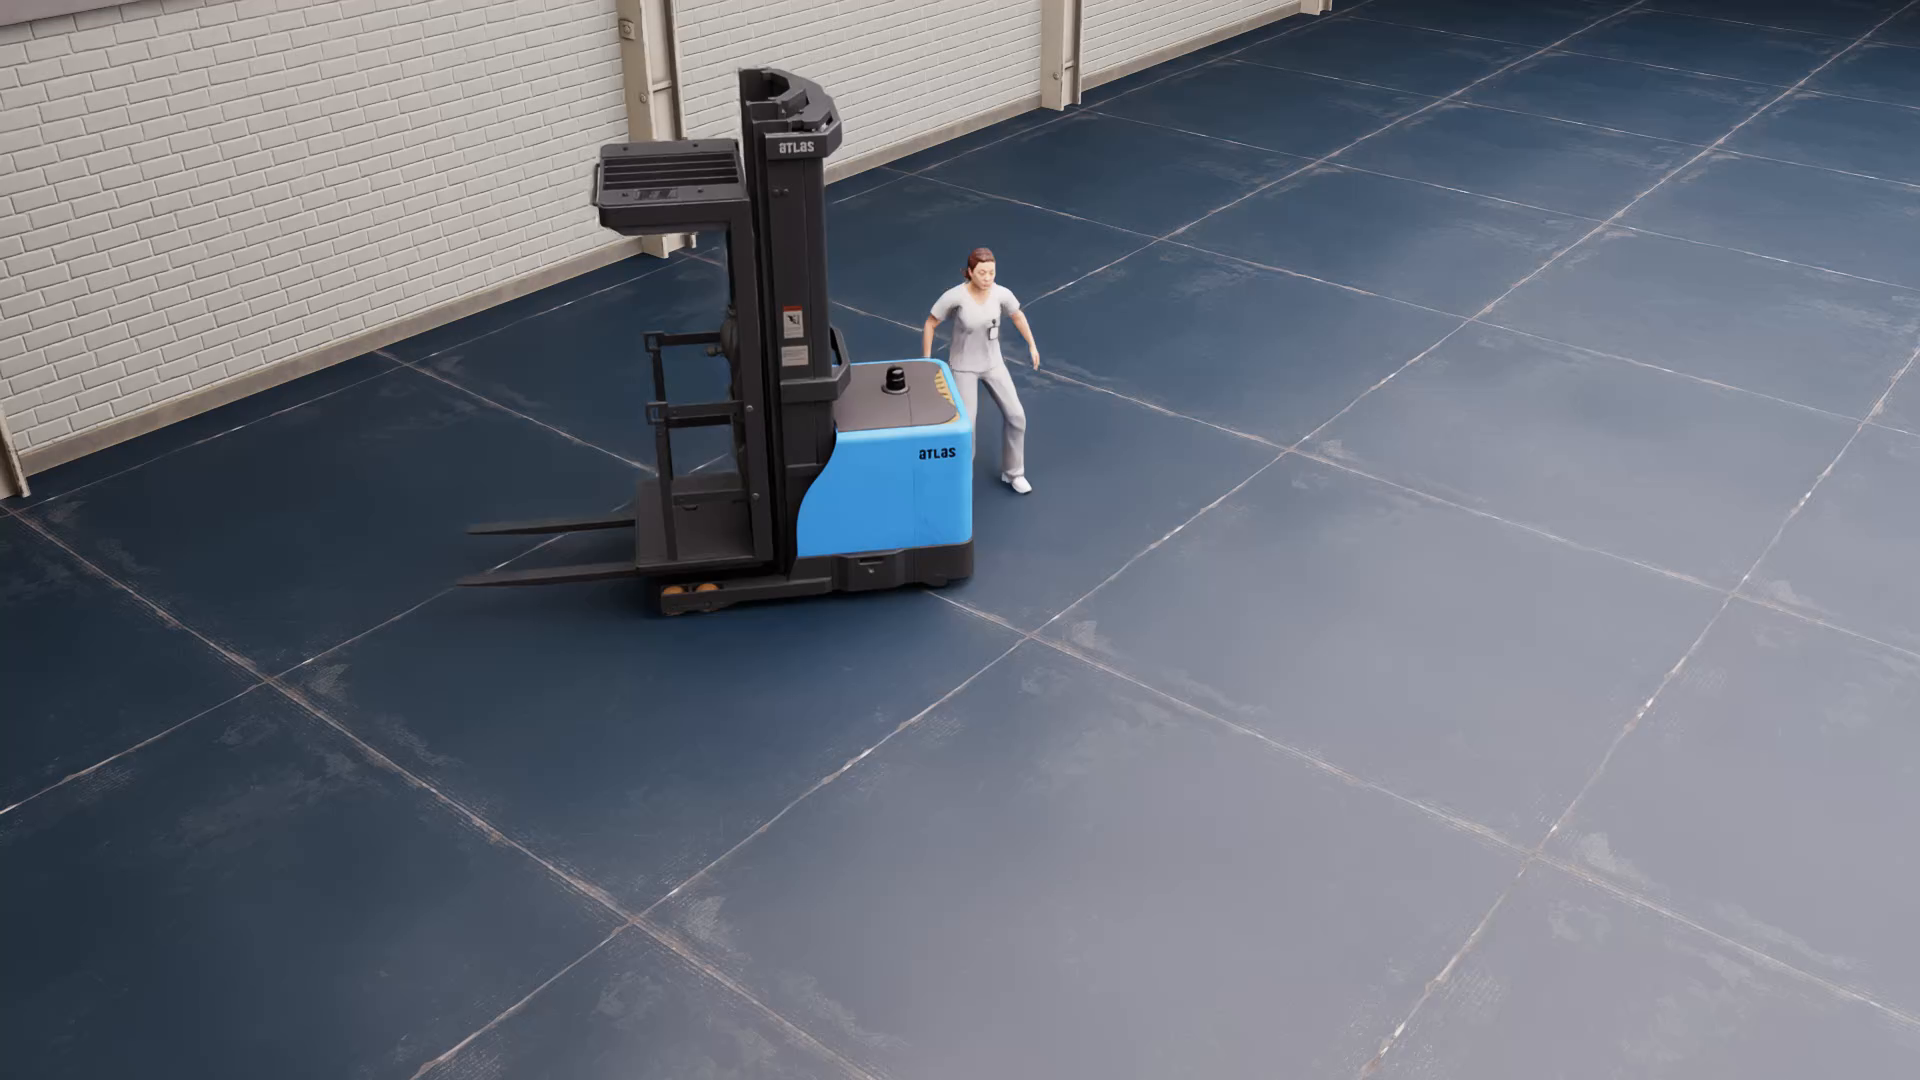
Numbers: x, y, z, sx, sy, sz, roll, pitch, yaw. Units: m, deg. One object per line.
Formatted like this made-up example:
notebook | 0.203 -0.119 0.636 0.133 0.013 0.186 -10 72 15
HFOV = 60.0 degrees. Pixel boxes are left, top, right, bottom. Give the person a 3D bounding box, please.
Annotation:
person | 0.150 -1.082 10.773 0.787 1.623 0.531 -8 31 -13

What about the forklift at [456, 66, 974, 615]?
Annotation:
forklift | -1.480 -1.112 9.498 3.031 2.935 1.130 -5 31 -8
